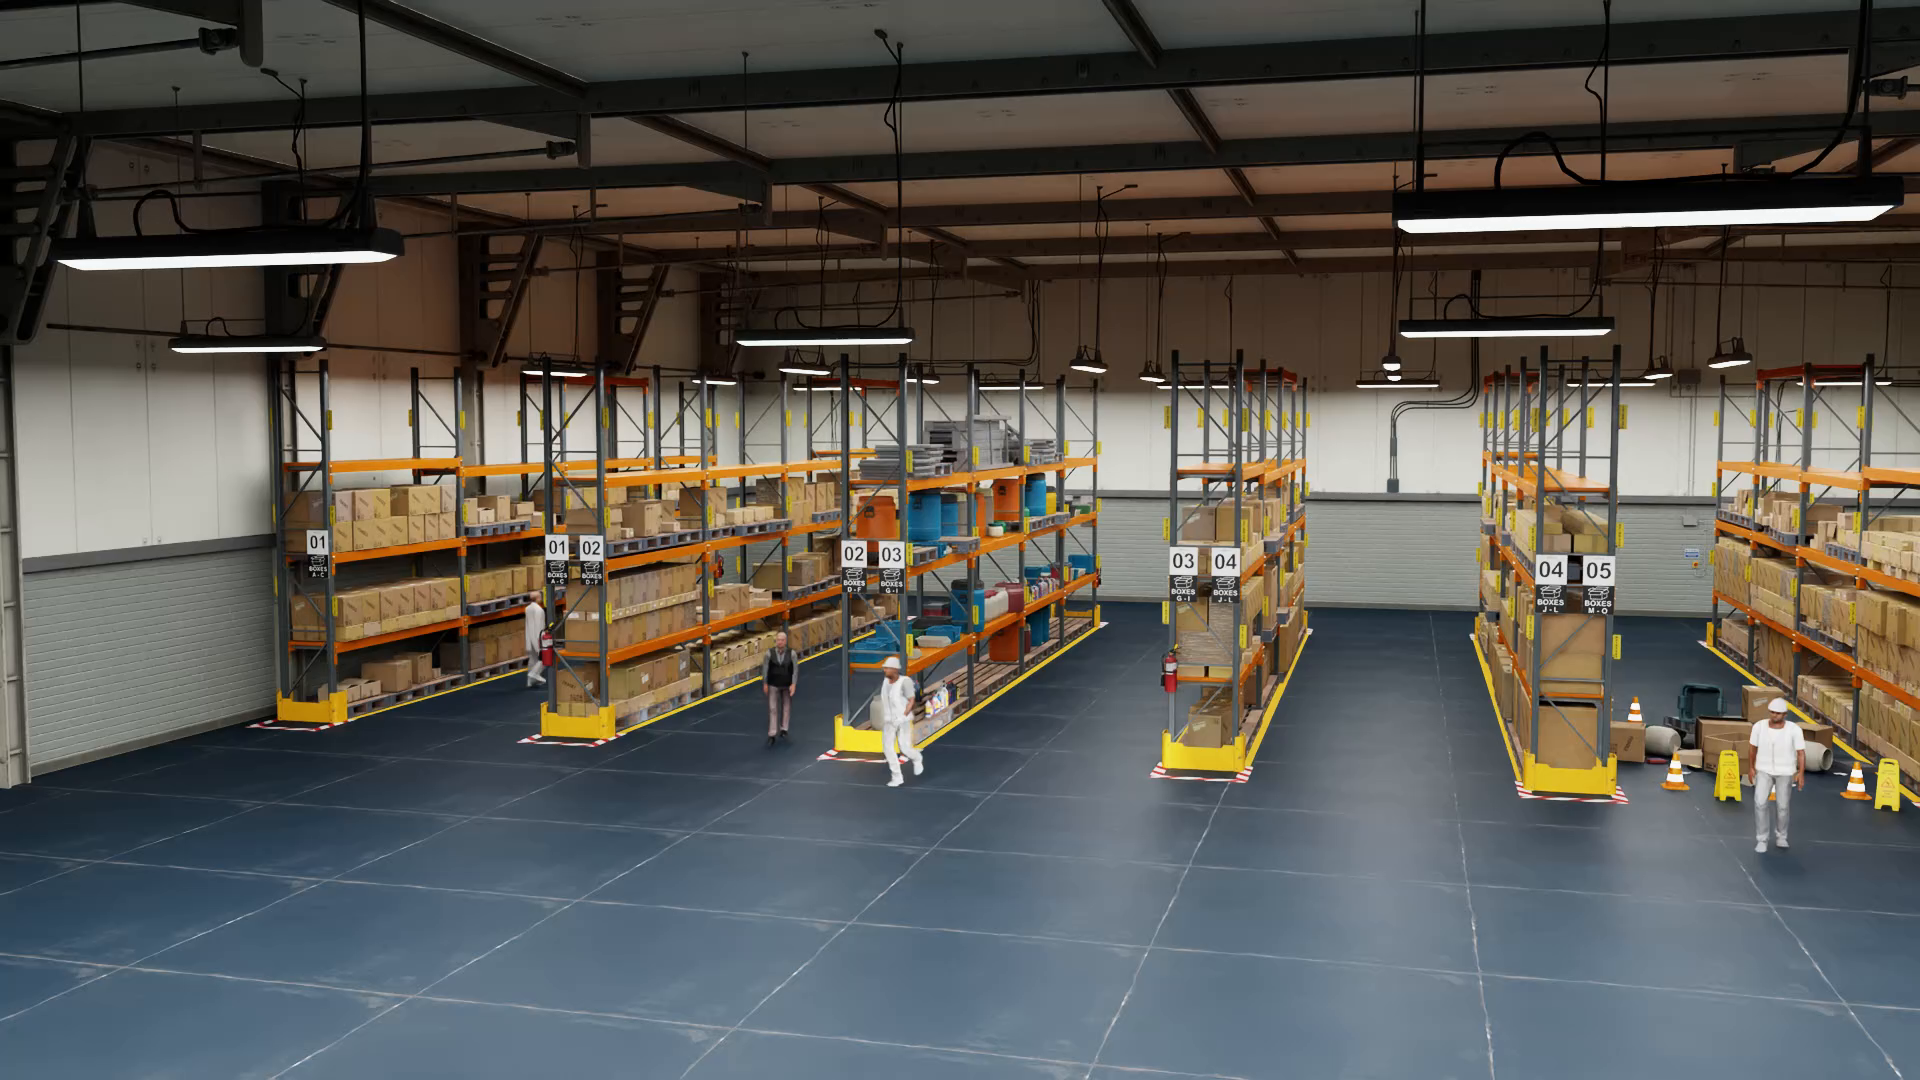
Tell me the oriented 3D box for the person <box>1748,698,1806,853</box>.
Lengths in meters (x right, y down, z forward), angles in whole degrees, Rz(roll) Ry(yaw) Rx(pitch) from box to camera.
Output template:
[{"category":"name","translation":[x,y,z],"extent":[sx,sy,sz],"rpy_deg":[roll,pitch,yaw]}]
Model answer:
[{"category":"person","translation":[9.513,2.745,19.378],"extent":[0.631,1.823,0.555],"rpy_deg":[3,5,35]}]

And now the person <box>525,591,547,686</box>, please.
[{"category":"person","translation":[-8.009,1.907,31.329],"extent":[0.617,1.668,0.555],"rpy_deg":[2,5,30]}]

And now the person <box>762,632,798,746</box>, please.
[{"category":"person","translation":[-2.789,2.284,25.867],"extent":[0.554,1.698,0.884],"rpy_deg":[-1,4,-12]}]

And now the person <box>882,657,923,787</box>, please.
[{"category":"person","translation":[-0.823,2.483,22.934],"extent":[0.604,1.752,0.689],"rpy_deg":[3,5,38]}]
